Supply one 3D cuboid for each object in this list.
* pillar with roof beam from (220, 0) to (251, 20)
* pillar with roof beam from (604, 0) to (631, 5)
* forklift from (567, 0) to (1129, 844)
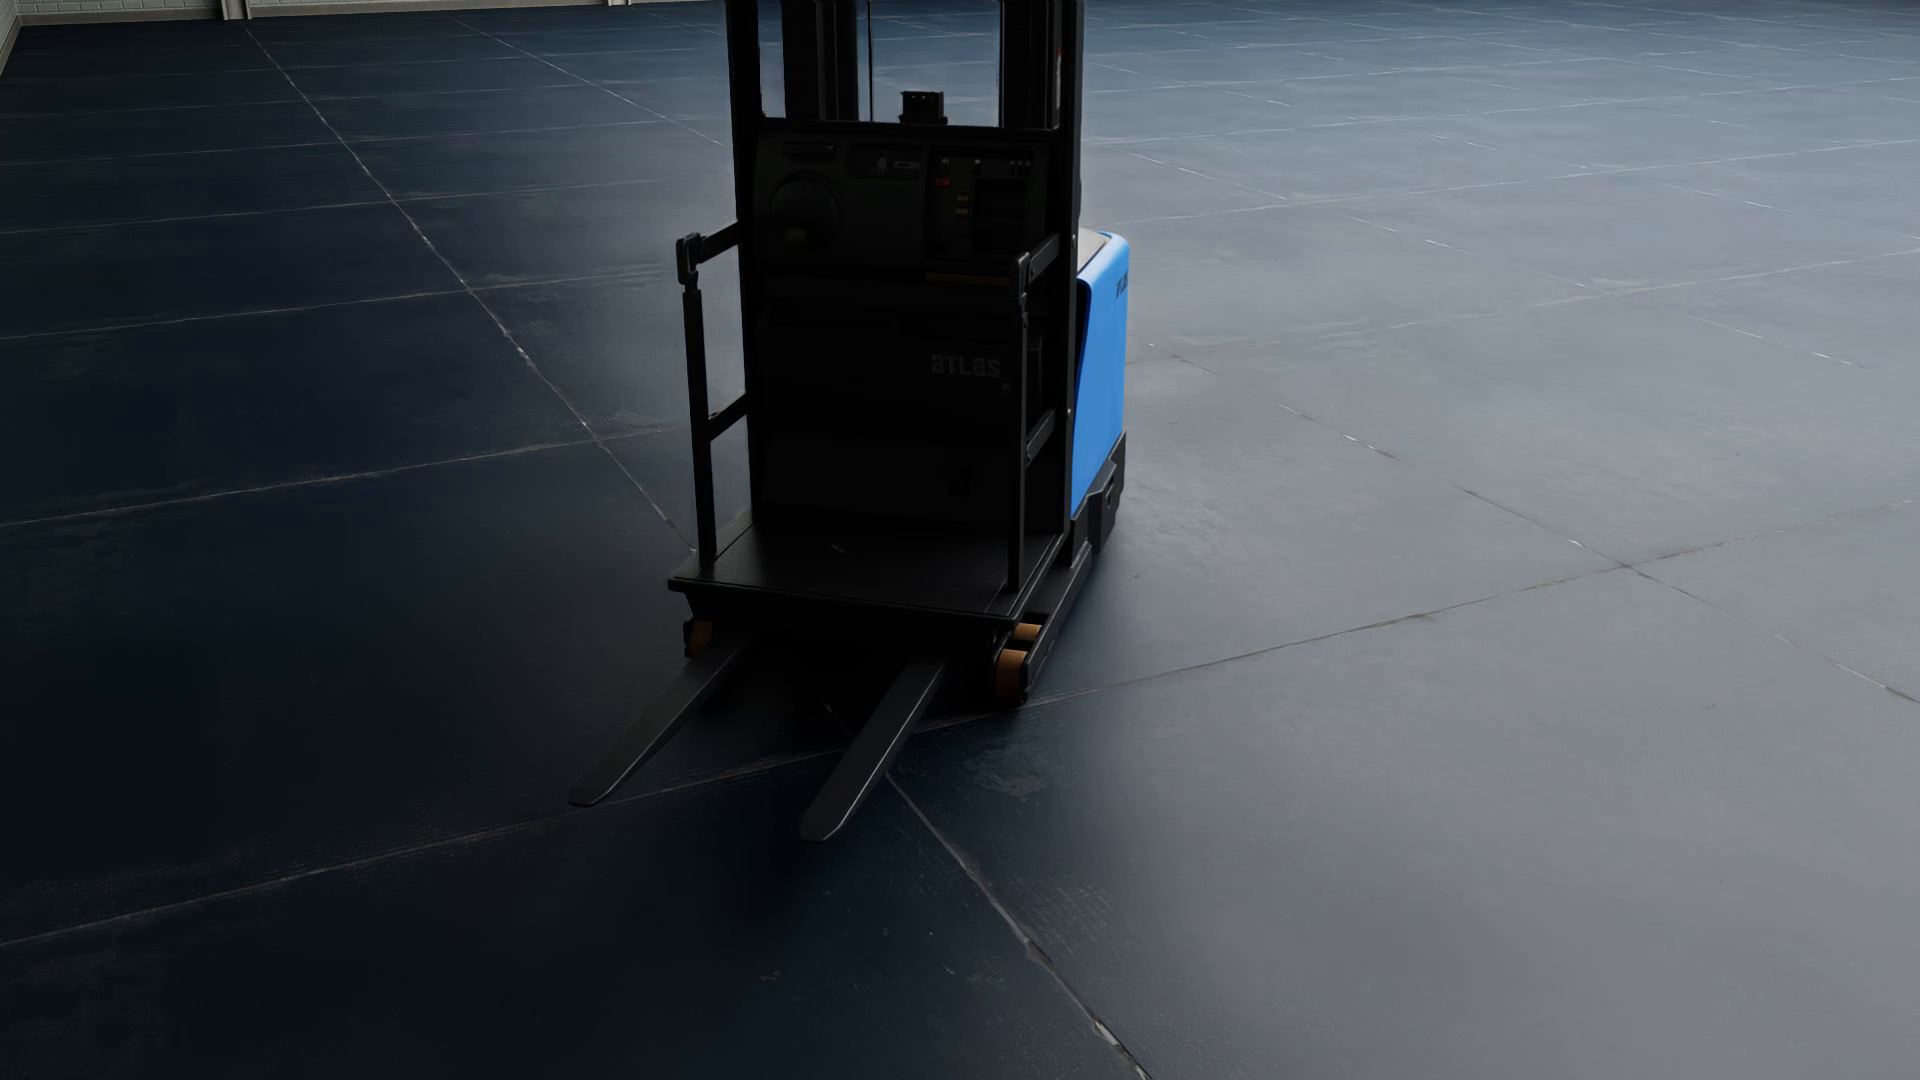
[{"bbox_3d":[-9.344,-10.760,20.478,0.400,9.000,9.100,-10,25,-24],"label":"pillar with roof beam"},{"bbox_3d":[-3.938,-11.755,22.882,0.400,9.000,9.100,-10,25,-24],"label":"pillar with roof beam"},{"bbox_3d":[-0.241,-1.024,4.891,1.130,2.935,3.031,6,23,14],"label":"forklift"}]
